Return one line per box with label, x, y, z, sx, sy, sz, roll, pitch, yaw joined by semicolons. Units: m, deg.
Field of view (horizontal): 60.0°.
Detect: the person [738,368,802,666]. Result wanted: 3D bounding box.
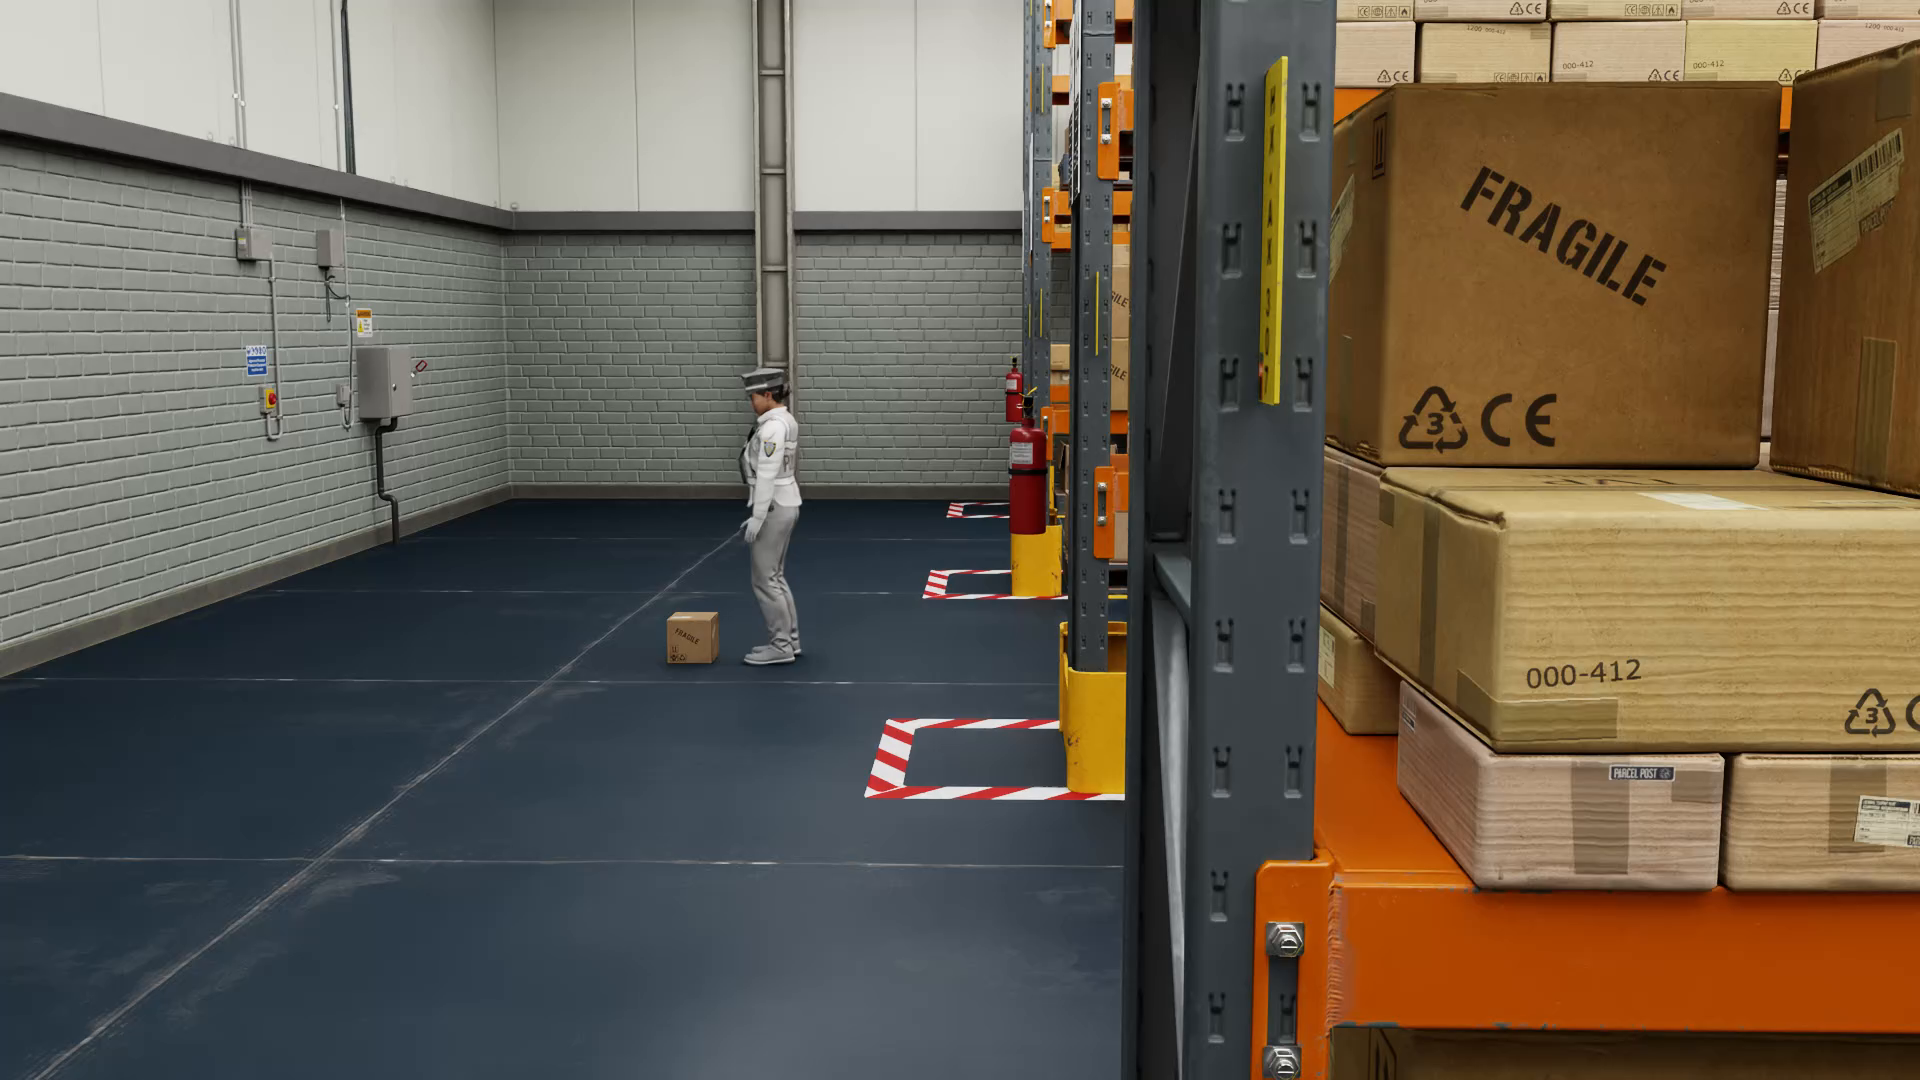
person;-1.058;-0.132;9.349;0.327;1.661;0.475;0;7;2
